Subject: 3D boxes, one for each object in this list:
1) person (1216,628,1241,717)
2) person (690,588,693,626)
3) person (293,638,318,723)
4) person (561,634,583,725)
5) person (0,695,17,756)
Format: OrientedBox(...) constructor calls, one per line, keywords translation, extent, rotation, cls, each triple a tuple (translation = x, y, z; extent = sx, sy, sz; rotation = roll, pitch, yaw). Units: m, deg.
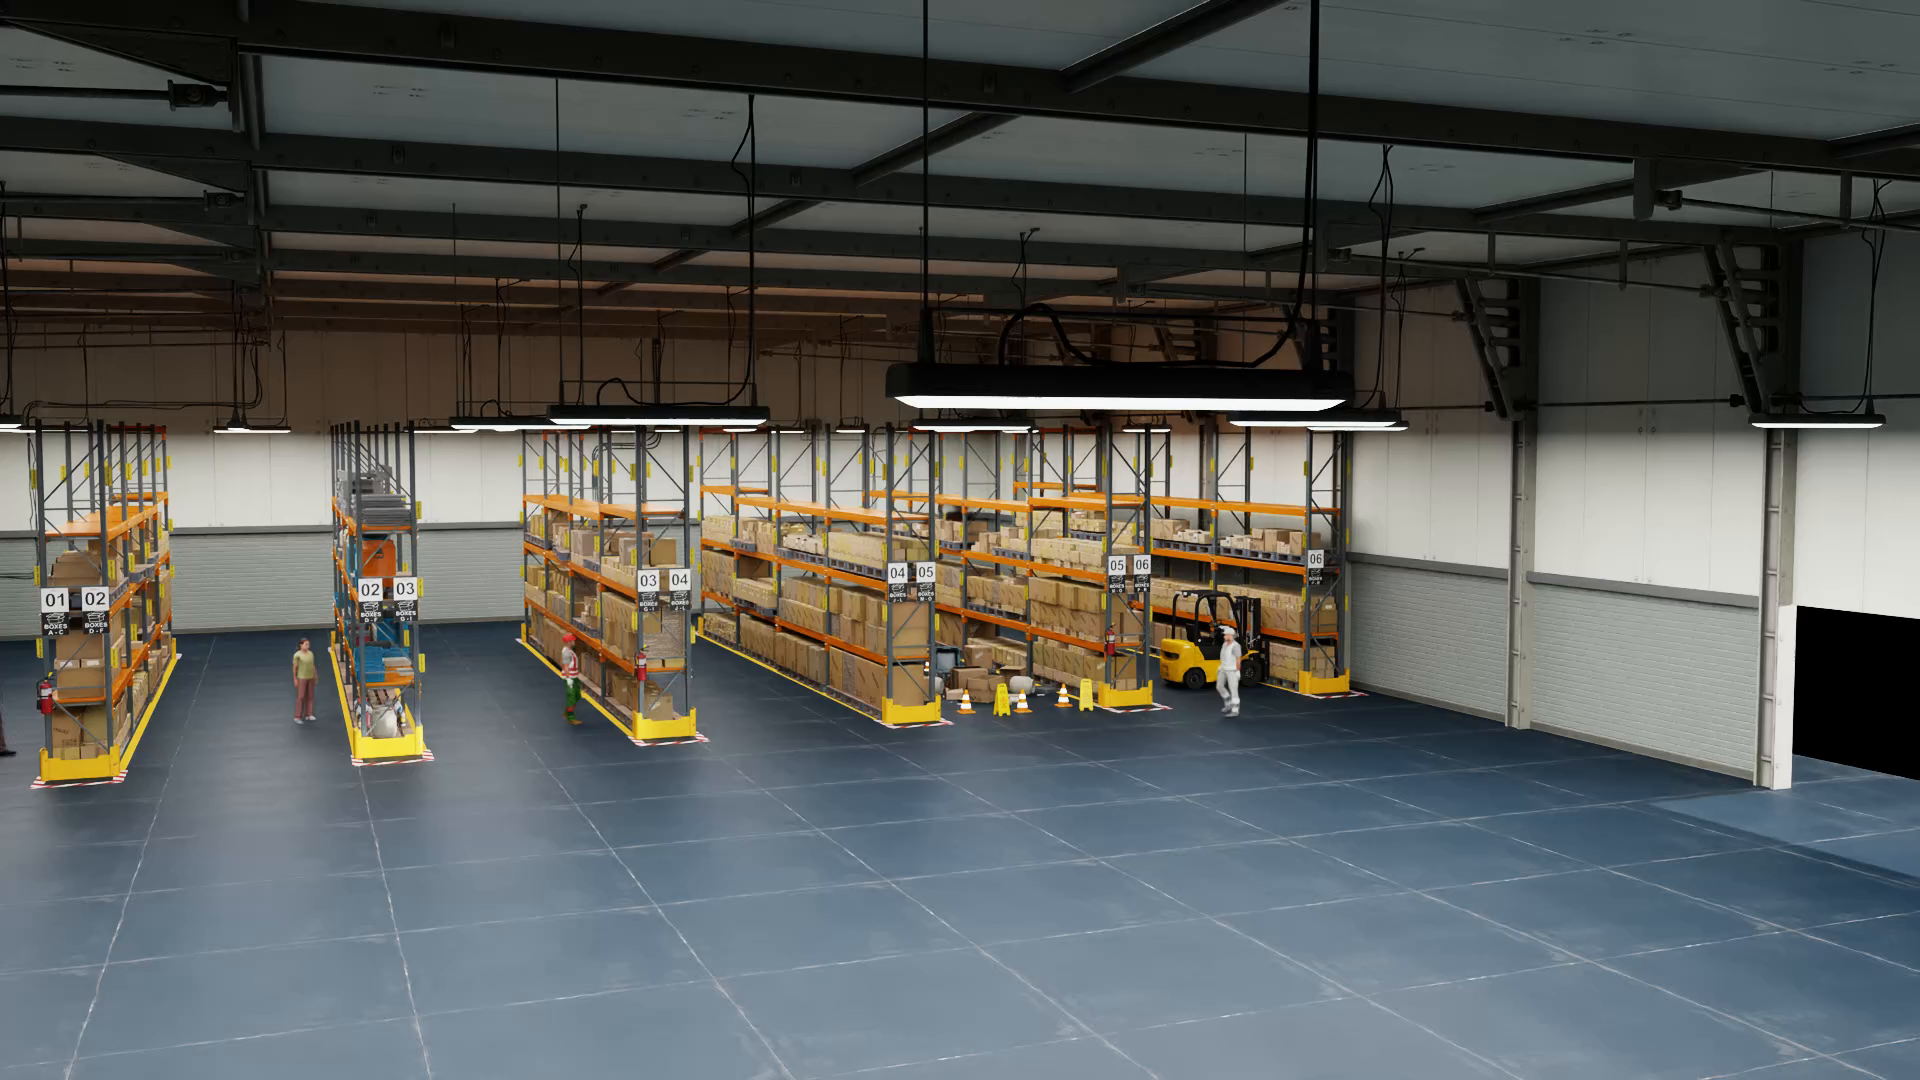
OrientedBox(translation=(5.525, 2.681, 34.038), extent=(0.452, 1.790, 0.591), rotation=(-2, 4, -29), cls="person")
OrientedBox(translation=(-8.244, 1.792, 49.165), extent=(0.625, 1.741, 1.014), rotation=(0, 4, 0), cls="person")
OrientedBox(translation=(-13.168, 2.816, 33.435), extent=(0.407, 1.709, 0.526), rotation=(2, 4, 32), cls="person")
OrientedBox(translation=(-7.750, 2.762, 33.142), extent=(0.516, 1.796, 0.625), rotation=(0, 4, 3), cls="person")
OrientedBox(translation=(-17.259, 3.022, 29.606), extent=(0.610, 1.717, 0.551), rotation=(0, 4, 3), cls="person")
